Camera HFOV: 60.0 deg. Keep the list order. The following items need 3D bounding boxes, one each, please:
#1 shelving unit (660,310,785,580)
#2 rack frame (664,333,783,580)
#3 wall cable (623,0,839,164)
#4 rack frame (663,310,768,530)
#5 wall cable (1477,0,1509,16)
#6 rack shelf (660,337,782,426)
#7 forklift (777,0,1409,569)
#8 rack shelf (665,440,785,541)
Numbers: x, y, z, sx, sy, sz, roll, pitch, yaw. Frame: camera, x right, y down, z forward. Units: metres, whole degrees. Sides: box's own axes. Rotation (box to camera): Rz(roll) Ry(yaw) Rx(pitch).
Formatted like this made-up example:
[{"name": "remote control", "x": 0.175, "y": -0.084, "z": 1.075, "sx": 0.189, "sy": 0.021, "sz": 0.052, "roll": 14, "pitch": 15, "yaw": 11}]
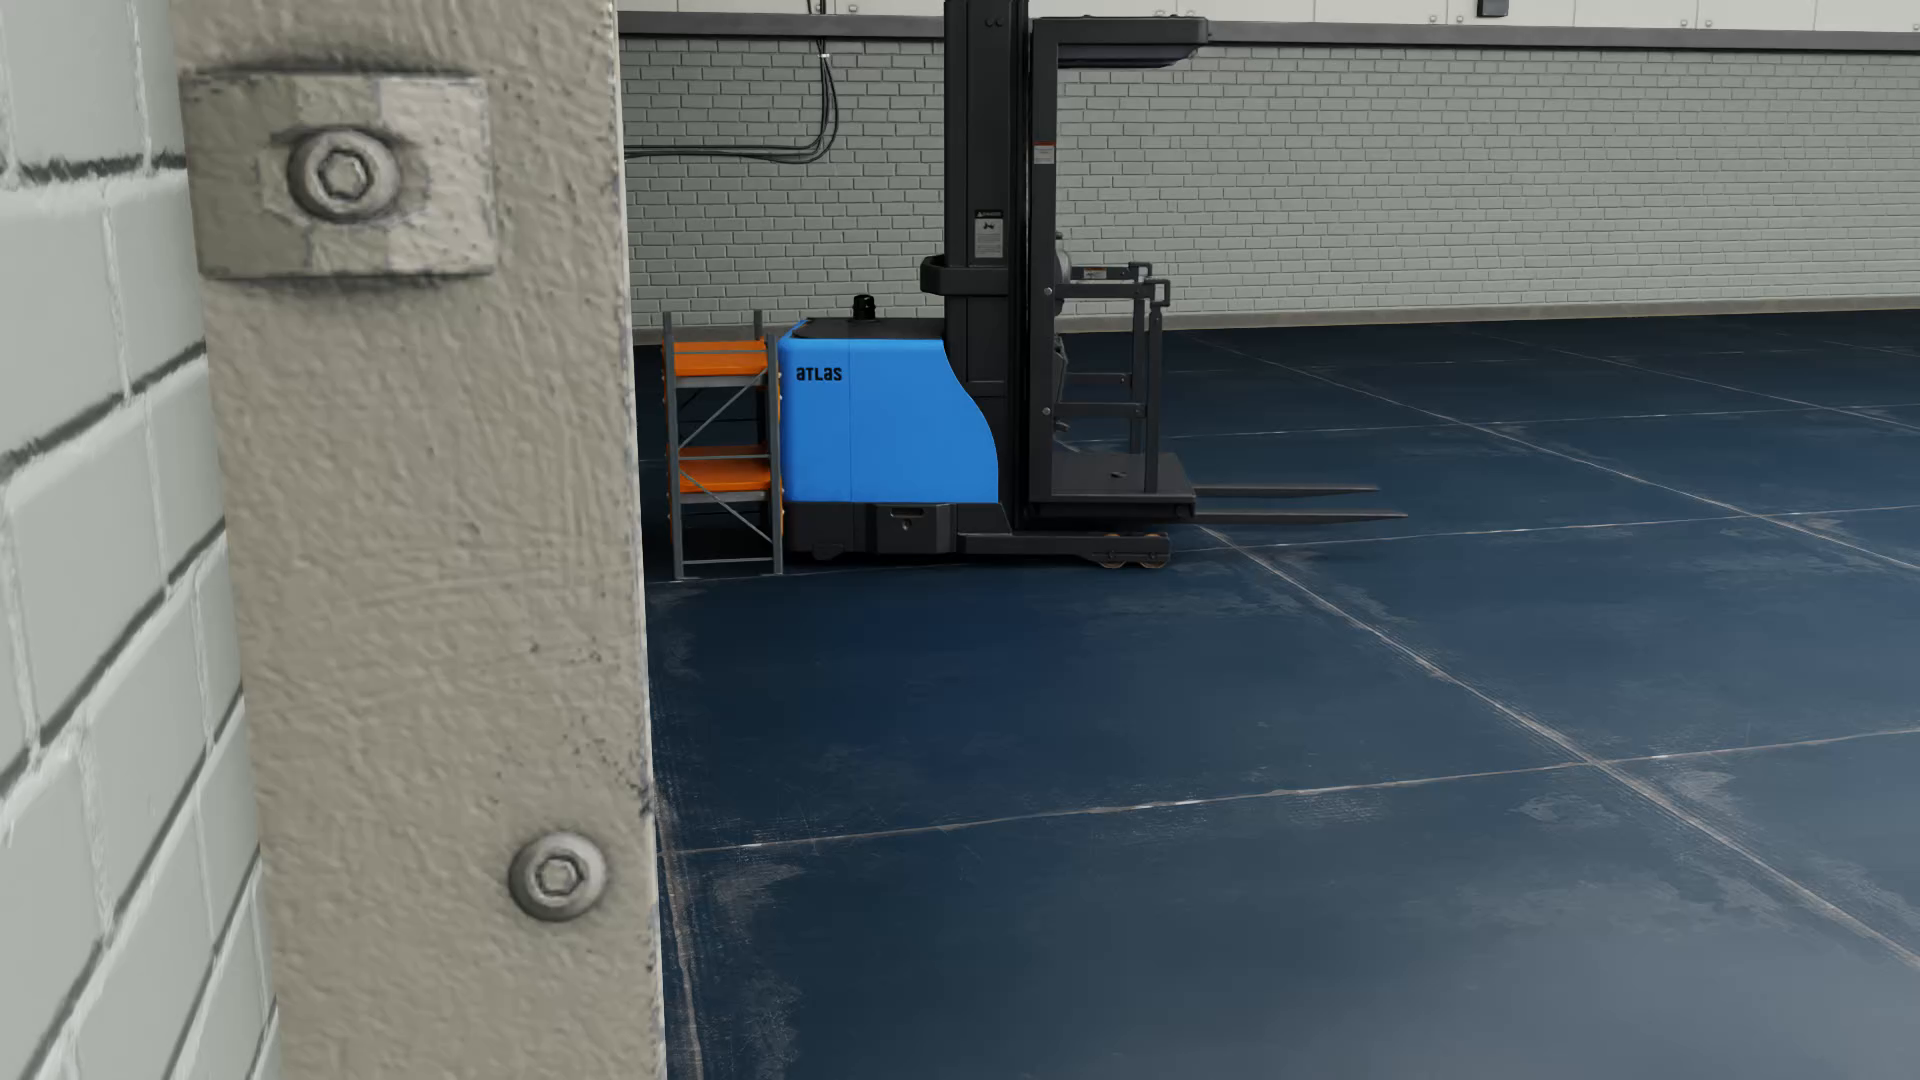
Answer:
[{"name": "shelving unit", "x": -1.164, "y": -0.494, "z": 8.077, "sx": 0.538, "sy": 1.125, "sz": 1.048, "roll": -2, "pitch": 14, "yaw": -10}, {"name": "rack frame", "x": -1.074, "y": -0.375, "z": 7.591, "sx": 0.500, "sy": 1.125, "sz": 0.032, "roll": -2, "pitch": 14, "yaw": -10}, {"name": "wall cable", "x": -2.670, "y": -4.778, "z": 15.565, "sx": 3.097, "sy": 2.526, "sz": 0.112, "roll": -3, "pitch": 14, "yaw": -13}, {"name": "rack frame", "x": -1.254, "y": -0.612, "z": 8.563, "sx": 0.500, "sy": 1.125, "sz": 0.032, "roll": -2, "pitch": 14, "yaw": -10}, {"name": "wall cable", "x": 6.562, "y": -8.464, "z": 16.944, "sx": 2.305, "sy": 6.003, "sz": 0.169, "roll": -3, "pitch": 14, "yaw": -13}, {"name": "rack shelf", "x": -1.164, "y": -0.778, "z": 8.008, "sx": 0.538, "sy": 0.278, "sz": 1.000, "roll": -2, "pitch": 14, "yaw": -10}, {"name": "forklift", "x": 0.647, "y": -1.413, "z": 8.037, "sx": 3.031, "sy": 2.935, "sz": 1.130, "roll": 0, "pitch": 14, "yaw": 2}, {"name": "rack shelf", "x": -1.164, "y": -0.256, "z": 8.135, "sx": 0.538, "sy": 0.278, "sz": 1.000, "roll": -2, "pitch": 14, "yaw": -10}]
